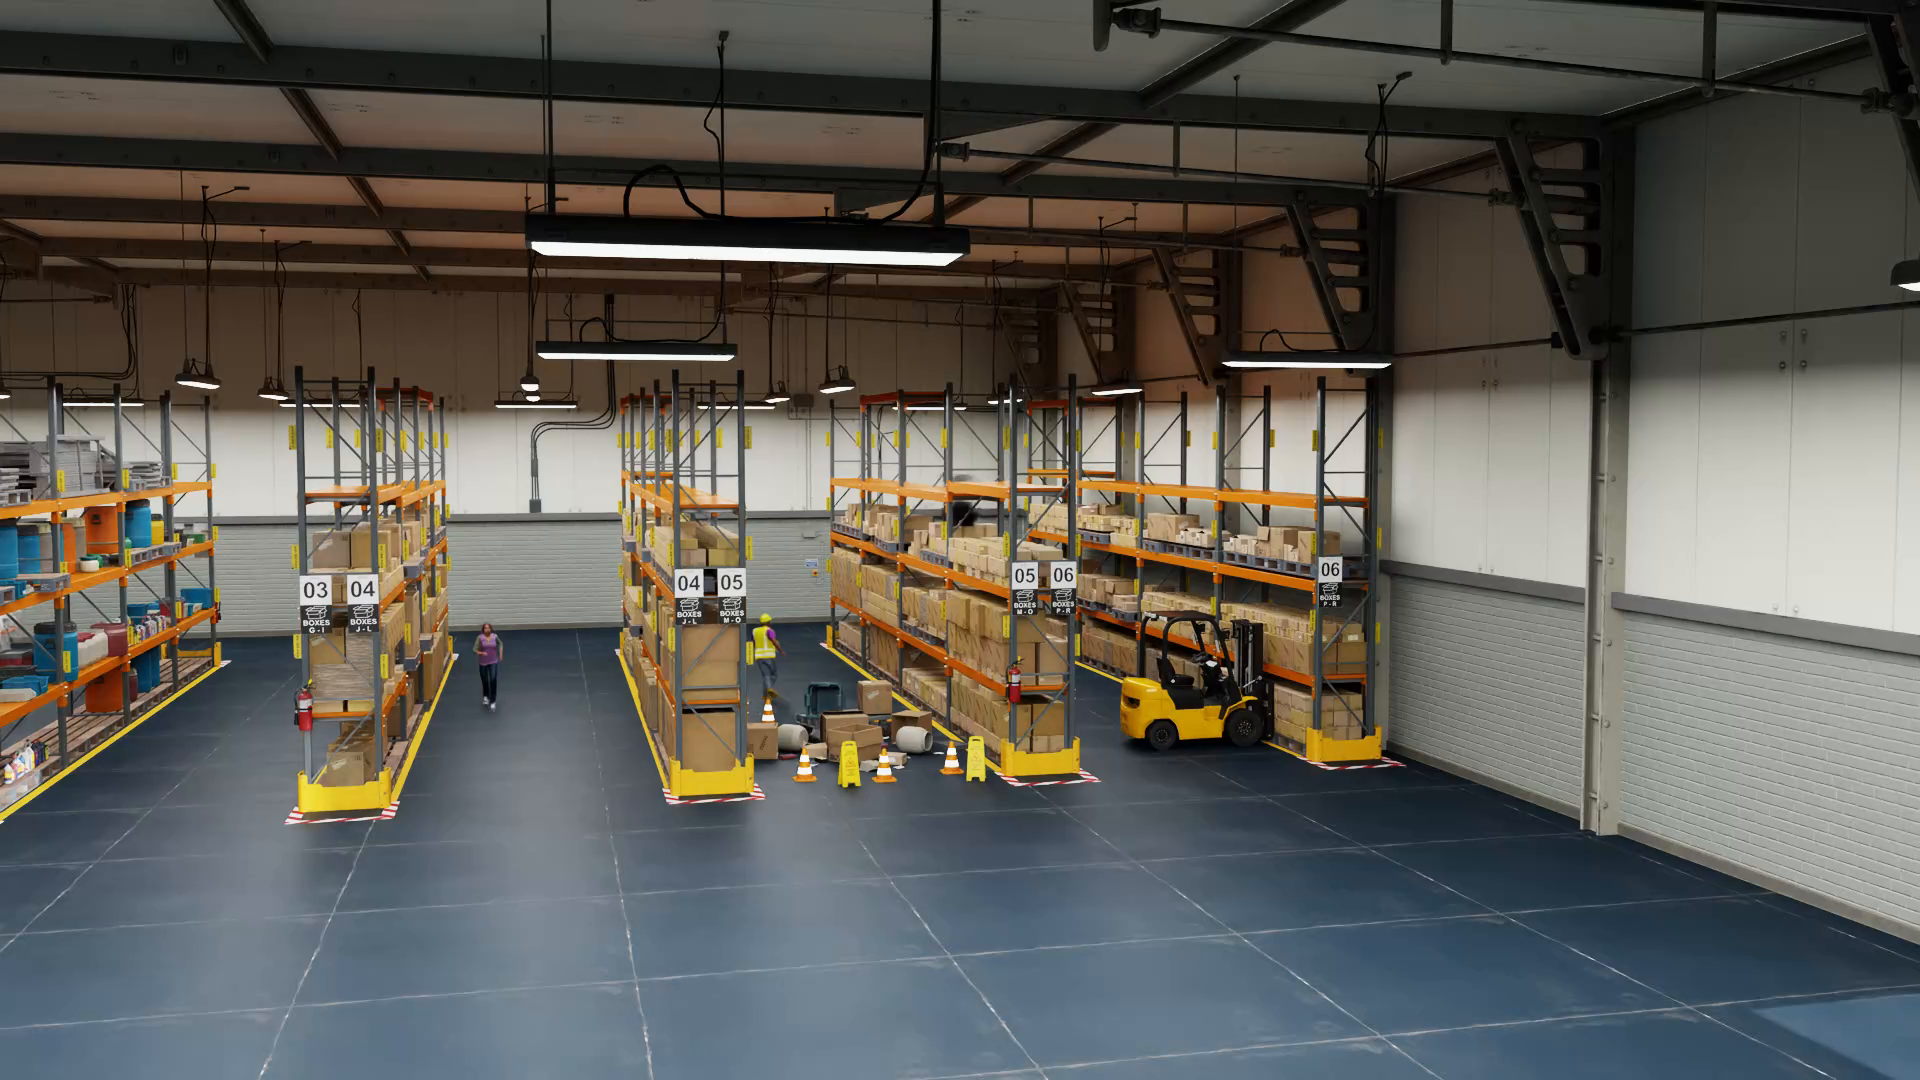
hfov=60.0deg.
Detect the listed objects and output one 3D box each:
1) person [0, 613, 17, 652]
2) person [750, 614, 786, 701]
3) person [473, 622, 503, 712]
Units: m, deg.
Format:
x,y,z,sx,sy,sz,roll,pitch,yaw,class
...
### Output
x,y,z,sx,sy,sz,roll,pitch,yaw,class
-19.621,2.097,33.943,0.656,1.785,0.687,-1,4,-21,person
-3.716,2.280,31.901,0.820,1.701,0.666,1,4,18,person
-8.815,2.351,31.055,0.538,1.653,0.762,-1,4,-15,person
